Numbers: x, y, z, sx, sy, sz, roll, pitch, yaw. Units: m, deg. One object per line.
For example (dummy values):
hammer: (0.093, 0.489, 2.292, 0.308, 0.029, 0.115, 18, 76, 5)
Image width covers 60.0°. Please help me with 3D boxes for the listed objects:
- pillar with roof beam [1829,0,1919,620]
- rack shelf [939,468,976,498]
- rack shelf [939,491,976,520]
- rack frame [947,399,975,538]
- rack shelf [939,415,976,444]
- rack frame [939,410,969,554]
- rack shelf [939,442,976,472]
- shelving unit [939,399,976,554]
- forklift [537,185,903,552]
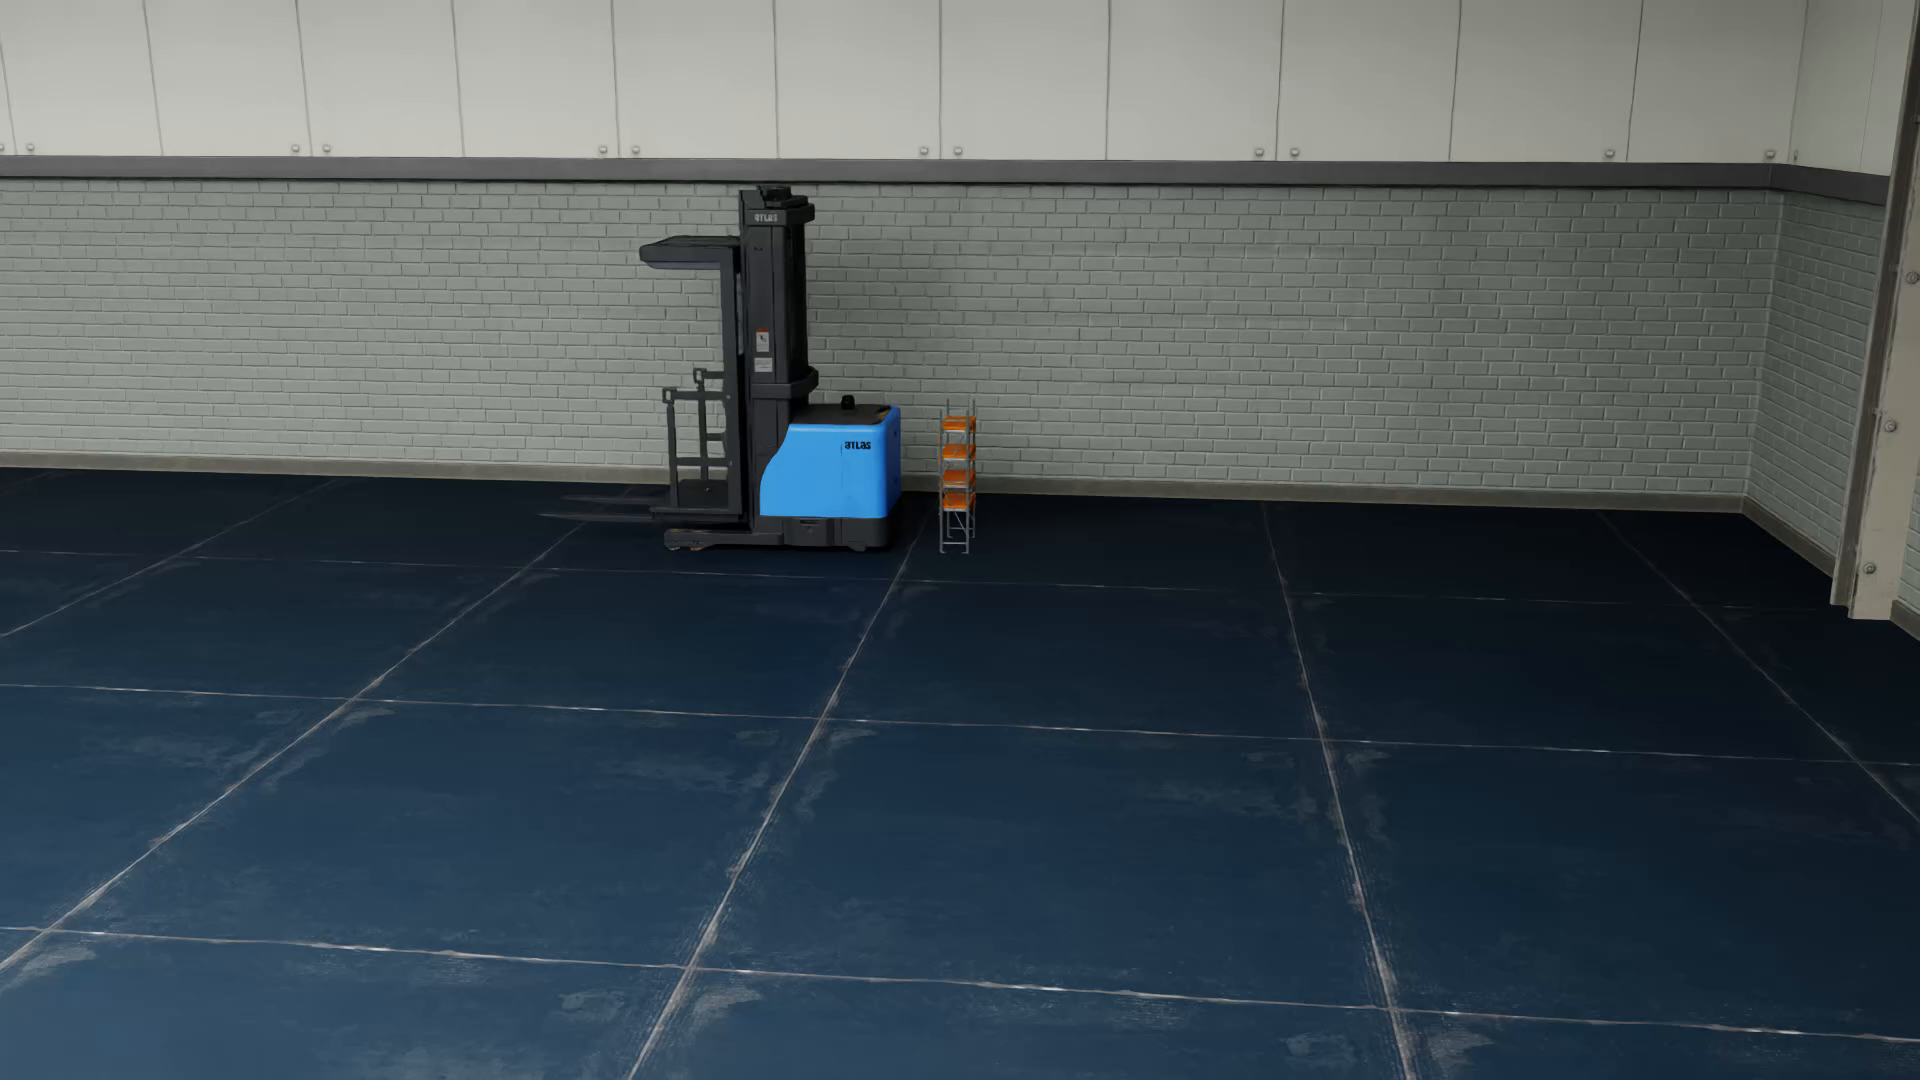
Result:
pillar with roof beam: (2.352, -3.948, 11.523, 9.100, 9.000, 0.400, 2, 15, 6)
rack shelf: (-0.019, -0.471, 13.864, 0.258, 0.148, 0.480, 2, 15, 6)
rack shelf: (-0.019, -0.280, 13.916, 0.258, 0.148, 0.480, 2, 15, 6)
rack frame: (0.009, -0.600, 14.081, 0.240, 1.200, 0.015, 2, 15, 6)
rack shelf: (-0.019, -0.916, 13.744, 0.258, 0.148, 0.480, 2, 15, 6)
rack frame: (-0.046, -0.473, 13.613, 0.240, 1.200, 0.015, 2, 15, 6)
rack shelf: (-0.019, -0.687, 13.806, 0.258, 0.148, 0.480, 2, 15, 6)
shelving unit: (-0.019, -0.536, 13.847, 0.258, 1.200, 0.503, 2, 15, 6)
forklift: (-2.049, -1.462, 13.953, 3.031, 2.935, 1.130, 2, 15, 6)
